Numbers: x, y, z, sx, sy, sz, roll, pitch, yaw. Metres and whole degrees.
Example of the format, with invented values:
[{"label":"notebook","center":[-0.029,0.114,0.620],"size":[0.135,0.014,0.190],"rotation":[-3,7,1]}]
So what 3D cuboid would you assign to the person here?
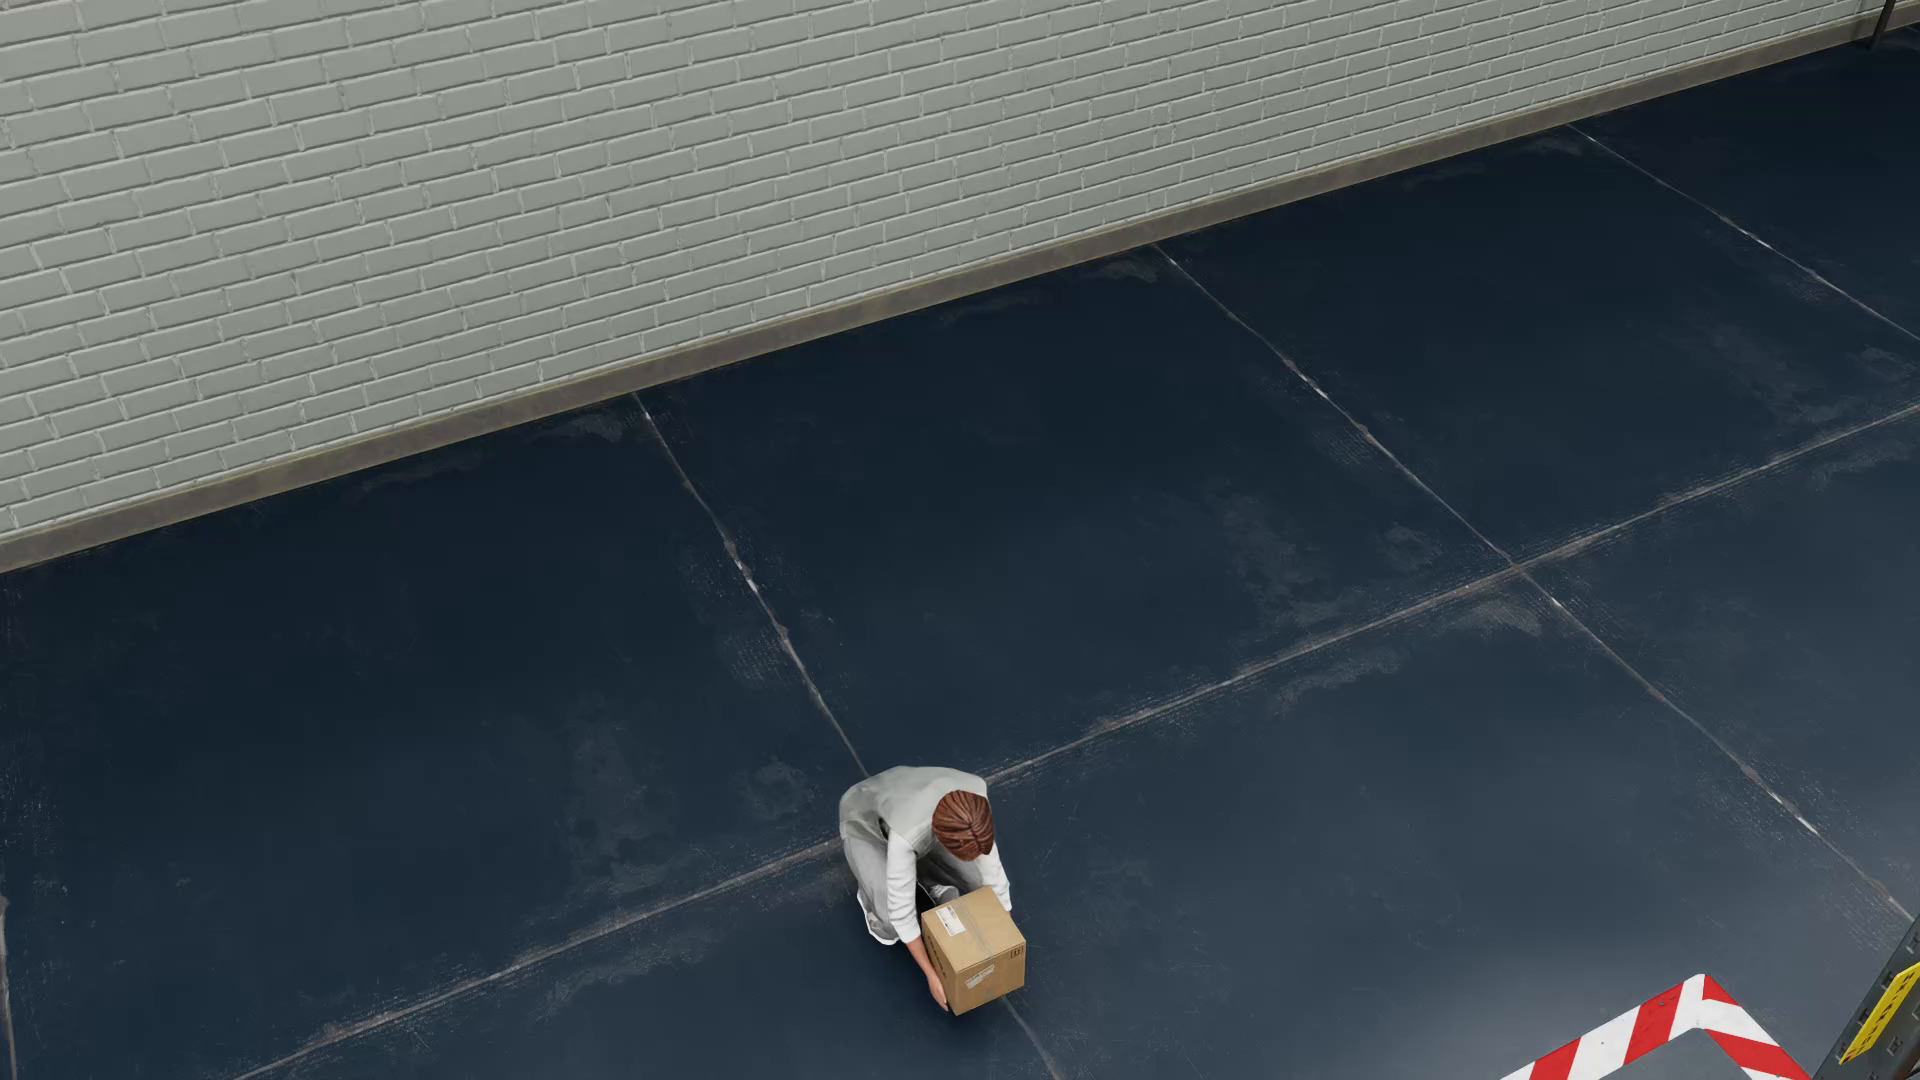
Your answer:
[{"label":"person","center":[-0.114,1.045,5.528],"size":[0.433,0.902,0.816],"rotation":[-20,45,-21]}]
